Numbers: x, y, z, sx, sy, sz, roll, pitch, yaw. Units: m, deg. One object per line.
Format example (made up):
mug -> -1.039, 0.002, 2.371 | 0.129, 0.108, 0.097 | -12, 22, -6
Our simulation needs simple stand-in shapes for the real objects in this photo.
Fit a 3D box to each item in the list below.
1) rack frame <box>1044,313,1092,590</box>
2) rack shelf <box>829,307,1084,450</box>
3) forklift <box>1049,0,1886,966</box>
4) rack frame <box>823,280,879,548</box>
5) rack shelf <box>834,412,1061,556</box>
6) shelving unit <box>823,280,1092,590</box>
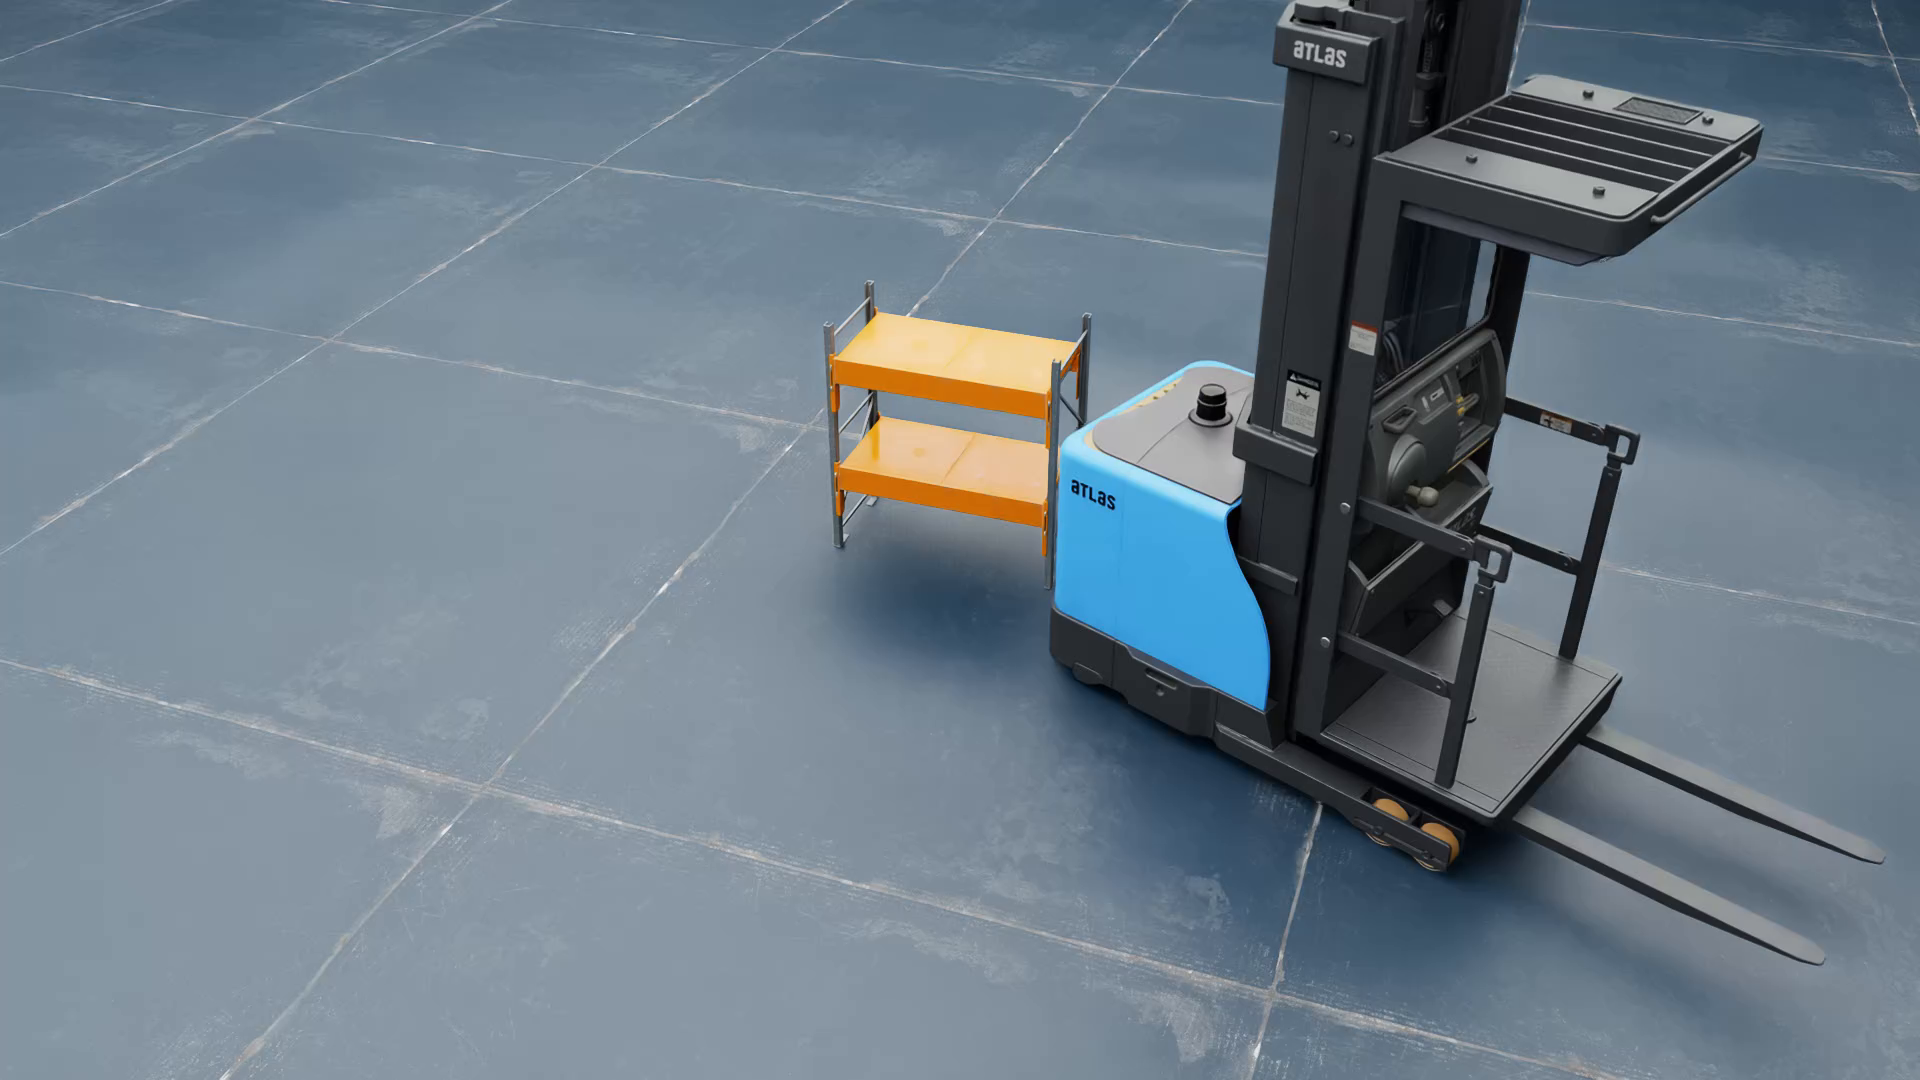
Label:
rack frame -> 0.472, -0.381, 7.303 | 0.032, 1.125, 0.500 | 11, 34, 16
rack shelf -> -0.006, -0.720, 7.288 | 1.000, 0.278, 0.538 | 11, 34, 16
forklift -> 1.808, -0.378, 5.633 | 3.031, 2.935, 1.130 | 26, 41, 34
rack frame -> -0.485, -0.567, 7.591 | 0.032, 1.125, 0.500 | 11, 34, 16
rack shelf -> -0.006, -0.268, 7.579 | 1.000, 0.278, 0.538 | 11, 34, 16
shelving unit -> -0.006, -0.474, 7.447 | 1.048, 1.125, 0.538 | 11, 34, 16
